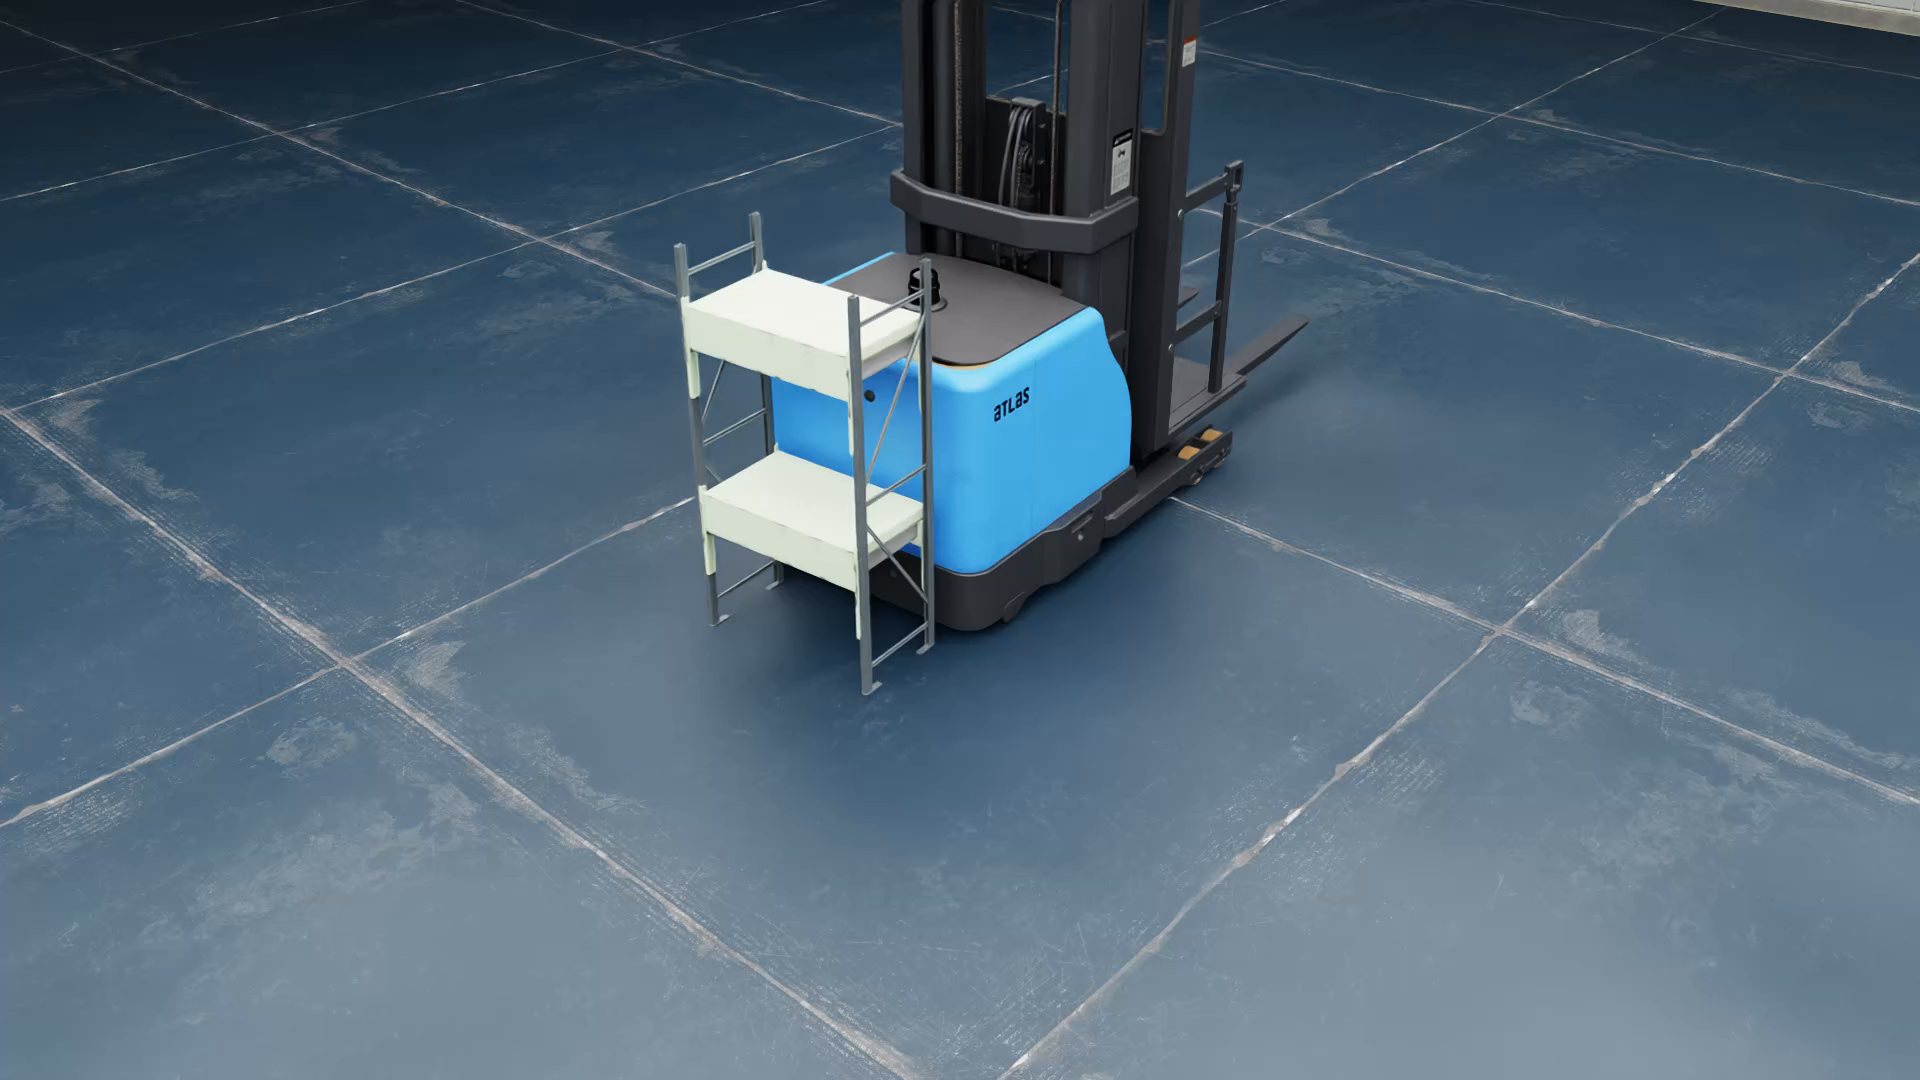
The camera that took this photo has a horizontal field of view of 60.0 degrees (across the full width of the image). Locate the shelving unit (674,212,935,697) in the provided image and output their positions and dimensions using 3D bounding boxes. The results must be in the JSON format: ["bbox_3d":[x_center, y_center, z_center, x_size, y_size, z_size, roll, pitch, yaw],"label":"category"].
[{"bbox_3d":[-0.515,-0.289,5.776,0.755,1.500,0.431,21,37,30],"label":"shelving unit"}]

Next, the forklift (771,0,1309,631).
[{"bbox_3d":[0.535,-1.627,6.611,1.130,2.935,3.031,21,37,31],"label":"forklift"}]

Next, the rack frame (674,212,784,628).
[{"bbox_3d":[-0.811,-0.400,5.960,0.023,1.500,0.400,21,37,30],"label":"rack frame"}]

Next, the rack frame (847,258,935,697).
[{"bbox_3d":[-0.219,-0.178,5.592,0.023,1.500,0.400,21,37,30],"label":"rack frame"}]

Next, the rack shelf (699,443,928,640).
[{"bbox_3d":[-0.515,-0.010,5.944,0.720,0.370,0.431,21,37,30],"label":"rack shelf"}]

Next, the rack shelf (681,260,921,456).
[{"bbox_3d":[-0.515,-0.623,5.575,0.720,0.370,0.431,21,37,30],"label":"rack shelf"}]
